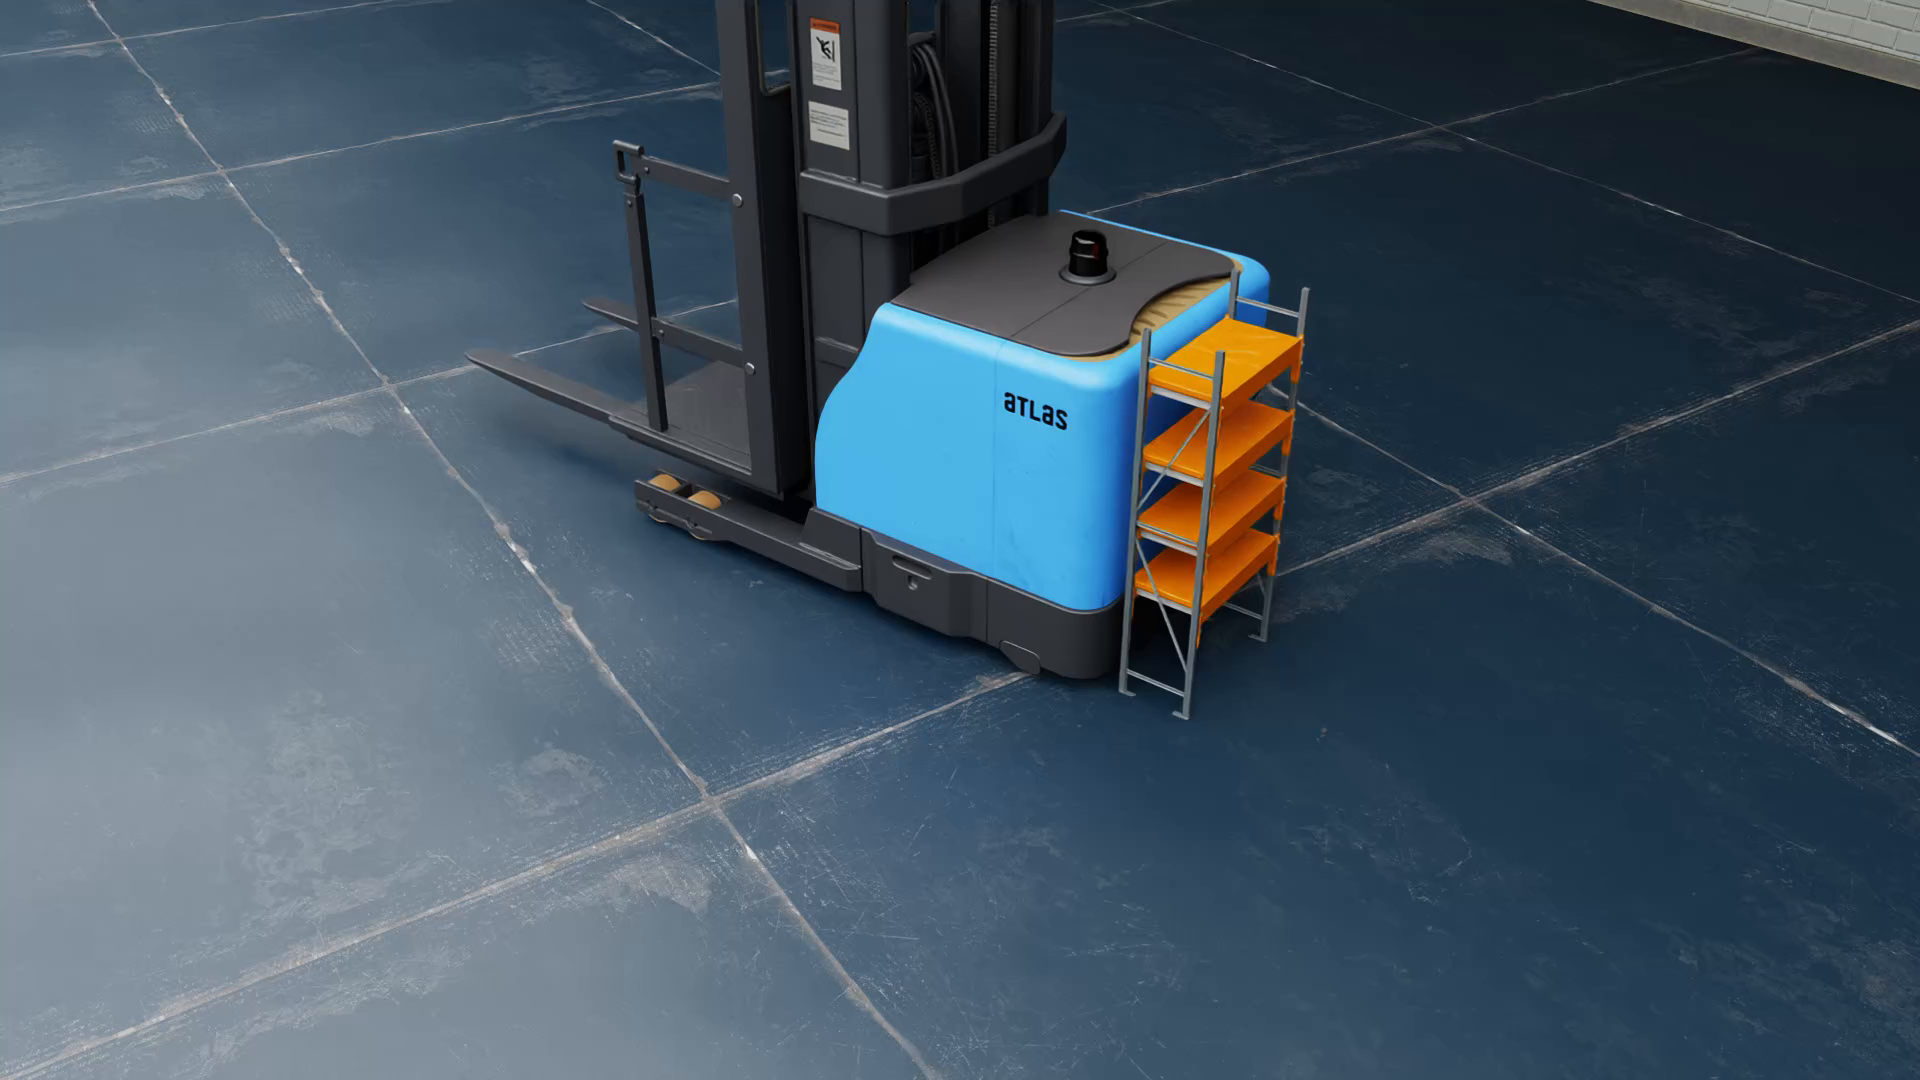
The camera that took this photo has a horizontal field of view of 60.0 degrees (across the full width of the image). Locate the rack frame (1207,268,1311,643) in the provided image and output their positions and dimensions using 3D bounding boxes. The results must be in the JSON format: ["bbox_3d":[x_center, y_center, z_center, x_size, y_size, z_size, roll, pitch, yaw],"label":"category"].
[{"bbox_3d":[0.870,-0.223,4.979,0.240,1.200,0.015,22,38,30],"label":"rack frame"}]

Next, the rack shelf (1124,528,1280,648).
[{"bbox_3d":[0.725,0.106,4.955,0.258,0.148,0.480,22,38,30],"label":"rack shelf"}]

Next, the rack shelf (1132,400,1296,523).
[{"bbox_3d":[0.725,-0.251,4.729,0.258,0.148,0.480,22,38,30],"label":"rack shelf"}]

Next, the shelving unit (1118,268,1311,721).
[{"bbox_3d":[0.725,-0.119,4.813,0.258,1.200,0.503,22,38,30],"label":"shelving unit"}]

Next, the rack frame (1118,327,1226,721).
[{"bbox_3d":[0.580,-0.014,4.647,0.240,1.200,0.015,22,38,30],"label":"rack frame"}]

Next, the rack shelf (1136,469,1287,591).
[{"bbox_3d":[0.725,-0.062,4.849,0.258,0.148,0.480,22,38,30],"label":"rack shelf"}]

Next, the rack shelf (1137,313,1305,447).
[{"bbox_3d":[0.726,-0.451,4.603,0.258,0.148,0.480,22,38,30],"label":"rack shelf"}]

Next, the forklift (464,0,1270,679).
[{"bbox_3d":[-0.521,-1.444,5.292,3.031,2.935,1.130,21,38,30],"label":"forklift"}]
